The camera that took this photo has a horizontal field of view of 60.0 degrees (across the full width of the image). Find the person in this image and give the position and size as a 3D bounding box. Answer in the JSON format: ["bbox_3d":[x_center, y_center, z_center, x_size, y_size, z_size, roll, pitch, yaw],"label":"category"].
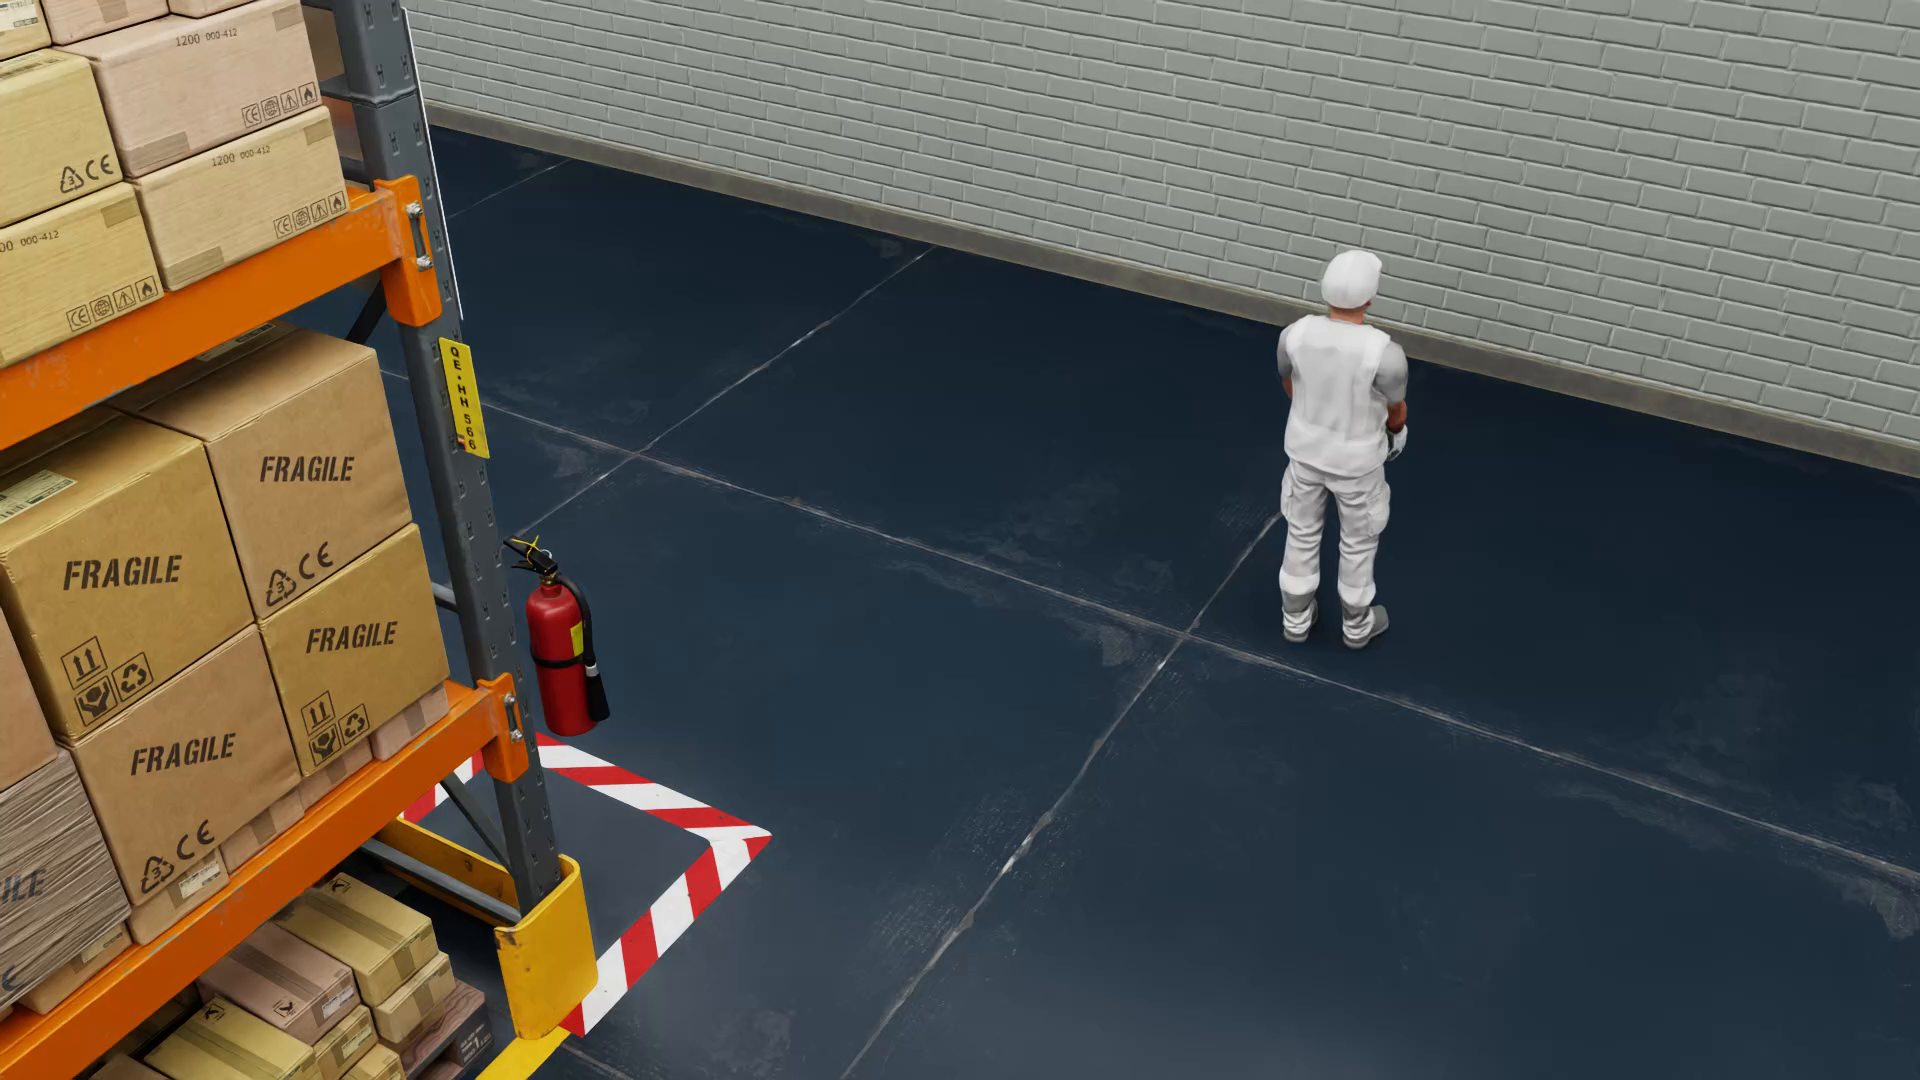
[{"bbox_3d":[1.521,-0.359,6.646,0.541,1.793,0.505,20,38,27],"label":"person"}]
